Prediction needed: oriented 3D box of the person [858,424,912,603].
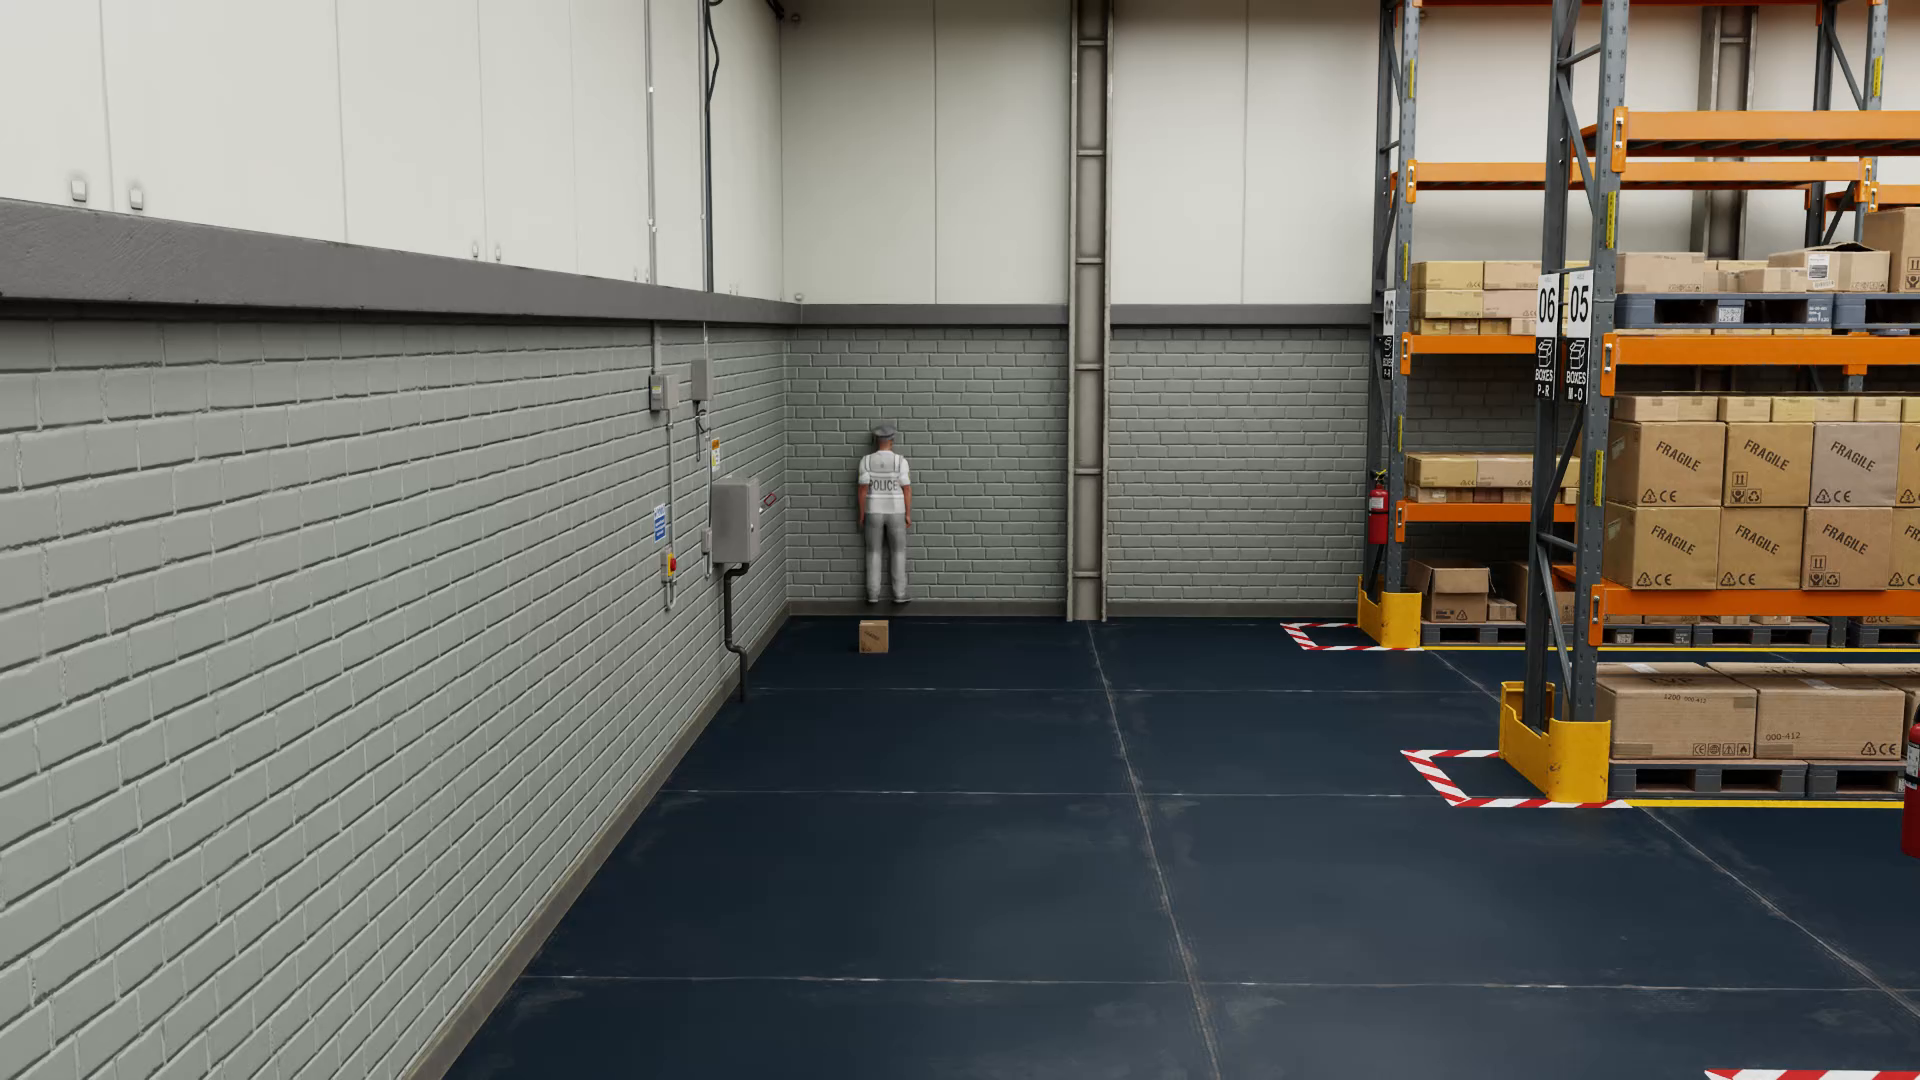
[{"bbox_3d":[-0.740,-0.256,16.502,0.529,1.767,0.397,0,7,3],"label":"person"}]
